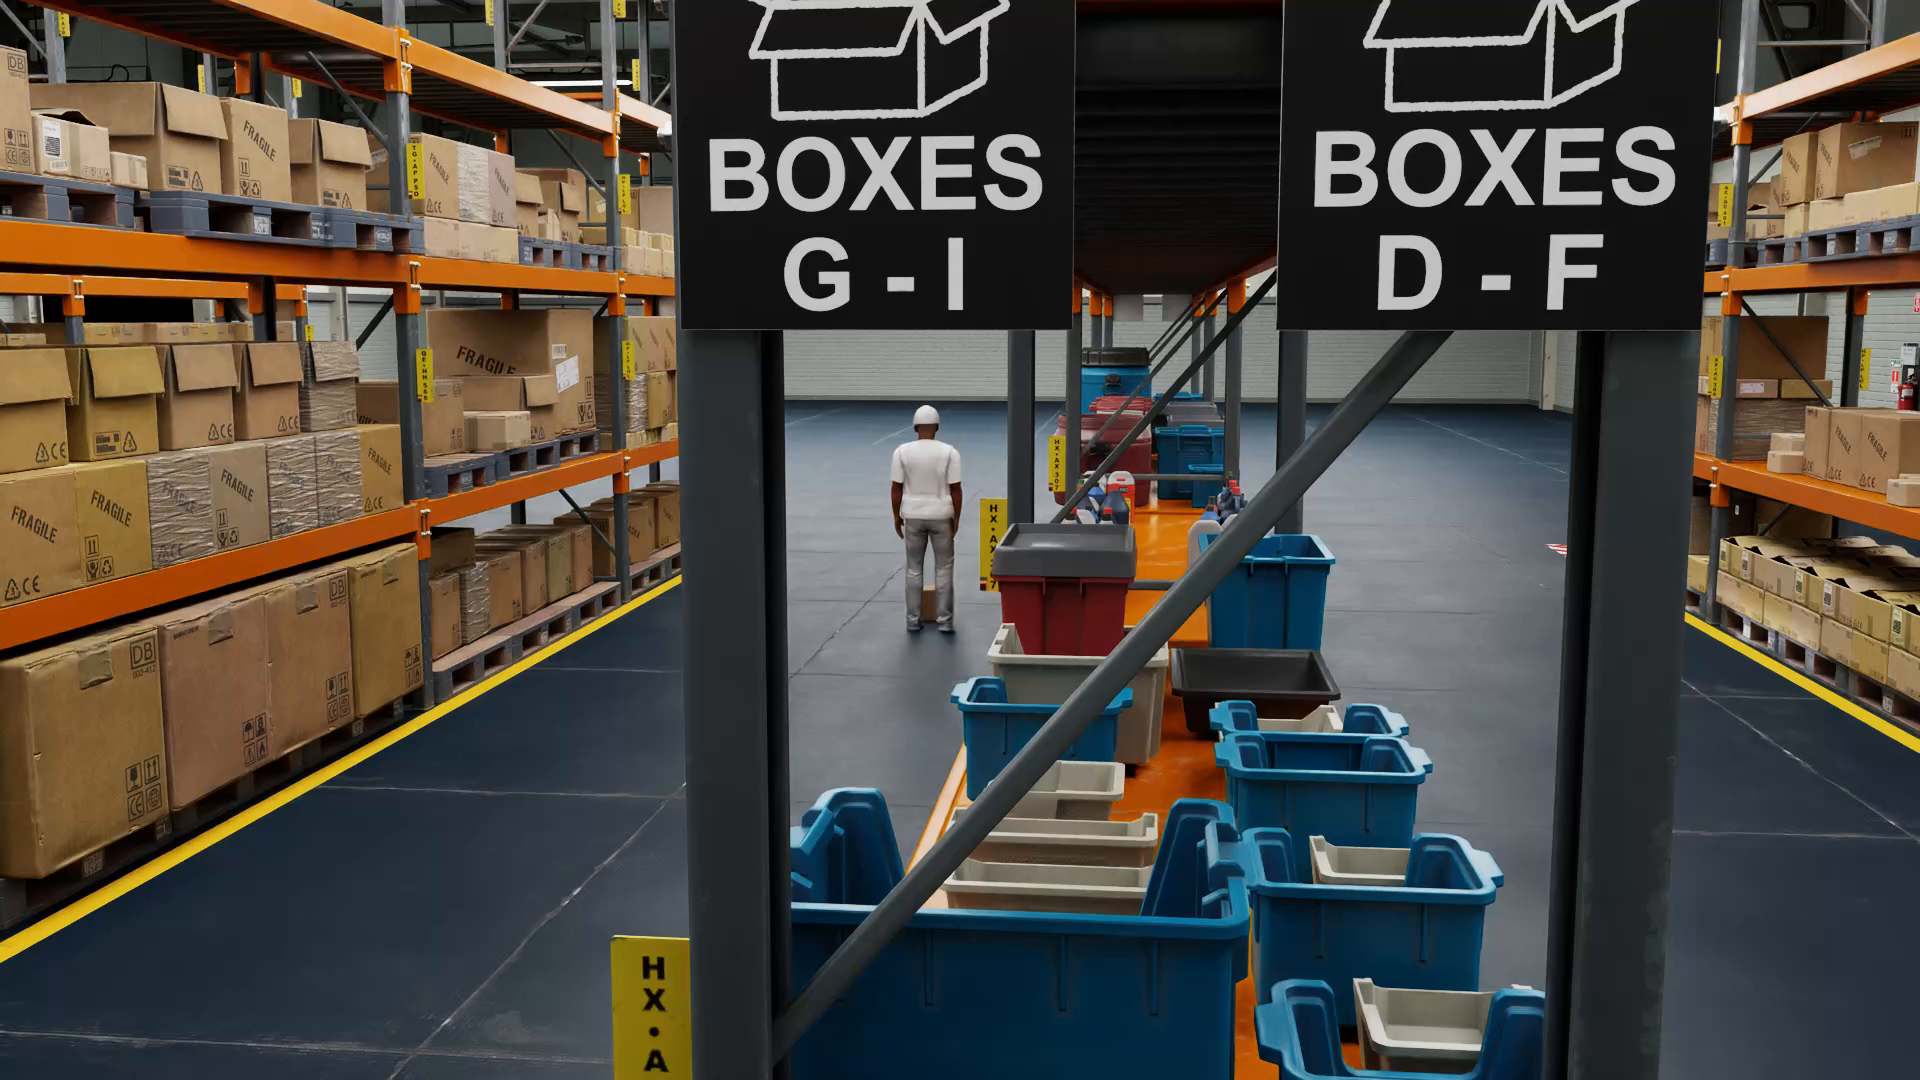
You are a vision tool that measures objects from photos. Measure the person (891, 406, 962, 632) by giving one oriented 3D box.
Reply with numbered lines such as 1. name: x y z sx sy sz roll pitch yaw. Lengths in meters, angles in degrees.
1. person: -0.257 -0.162 13.004 0.563 1.776 0.360 1 8 8
